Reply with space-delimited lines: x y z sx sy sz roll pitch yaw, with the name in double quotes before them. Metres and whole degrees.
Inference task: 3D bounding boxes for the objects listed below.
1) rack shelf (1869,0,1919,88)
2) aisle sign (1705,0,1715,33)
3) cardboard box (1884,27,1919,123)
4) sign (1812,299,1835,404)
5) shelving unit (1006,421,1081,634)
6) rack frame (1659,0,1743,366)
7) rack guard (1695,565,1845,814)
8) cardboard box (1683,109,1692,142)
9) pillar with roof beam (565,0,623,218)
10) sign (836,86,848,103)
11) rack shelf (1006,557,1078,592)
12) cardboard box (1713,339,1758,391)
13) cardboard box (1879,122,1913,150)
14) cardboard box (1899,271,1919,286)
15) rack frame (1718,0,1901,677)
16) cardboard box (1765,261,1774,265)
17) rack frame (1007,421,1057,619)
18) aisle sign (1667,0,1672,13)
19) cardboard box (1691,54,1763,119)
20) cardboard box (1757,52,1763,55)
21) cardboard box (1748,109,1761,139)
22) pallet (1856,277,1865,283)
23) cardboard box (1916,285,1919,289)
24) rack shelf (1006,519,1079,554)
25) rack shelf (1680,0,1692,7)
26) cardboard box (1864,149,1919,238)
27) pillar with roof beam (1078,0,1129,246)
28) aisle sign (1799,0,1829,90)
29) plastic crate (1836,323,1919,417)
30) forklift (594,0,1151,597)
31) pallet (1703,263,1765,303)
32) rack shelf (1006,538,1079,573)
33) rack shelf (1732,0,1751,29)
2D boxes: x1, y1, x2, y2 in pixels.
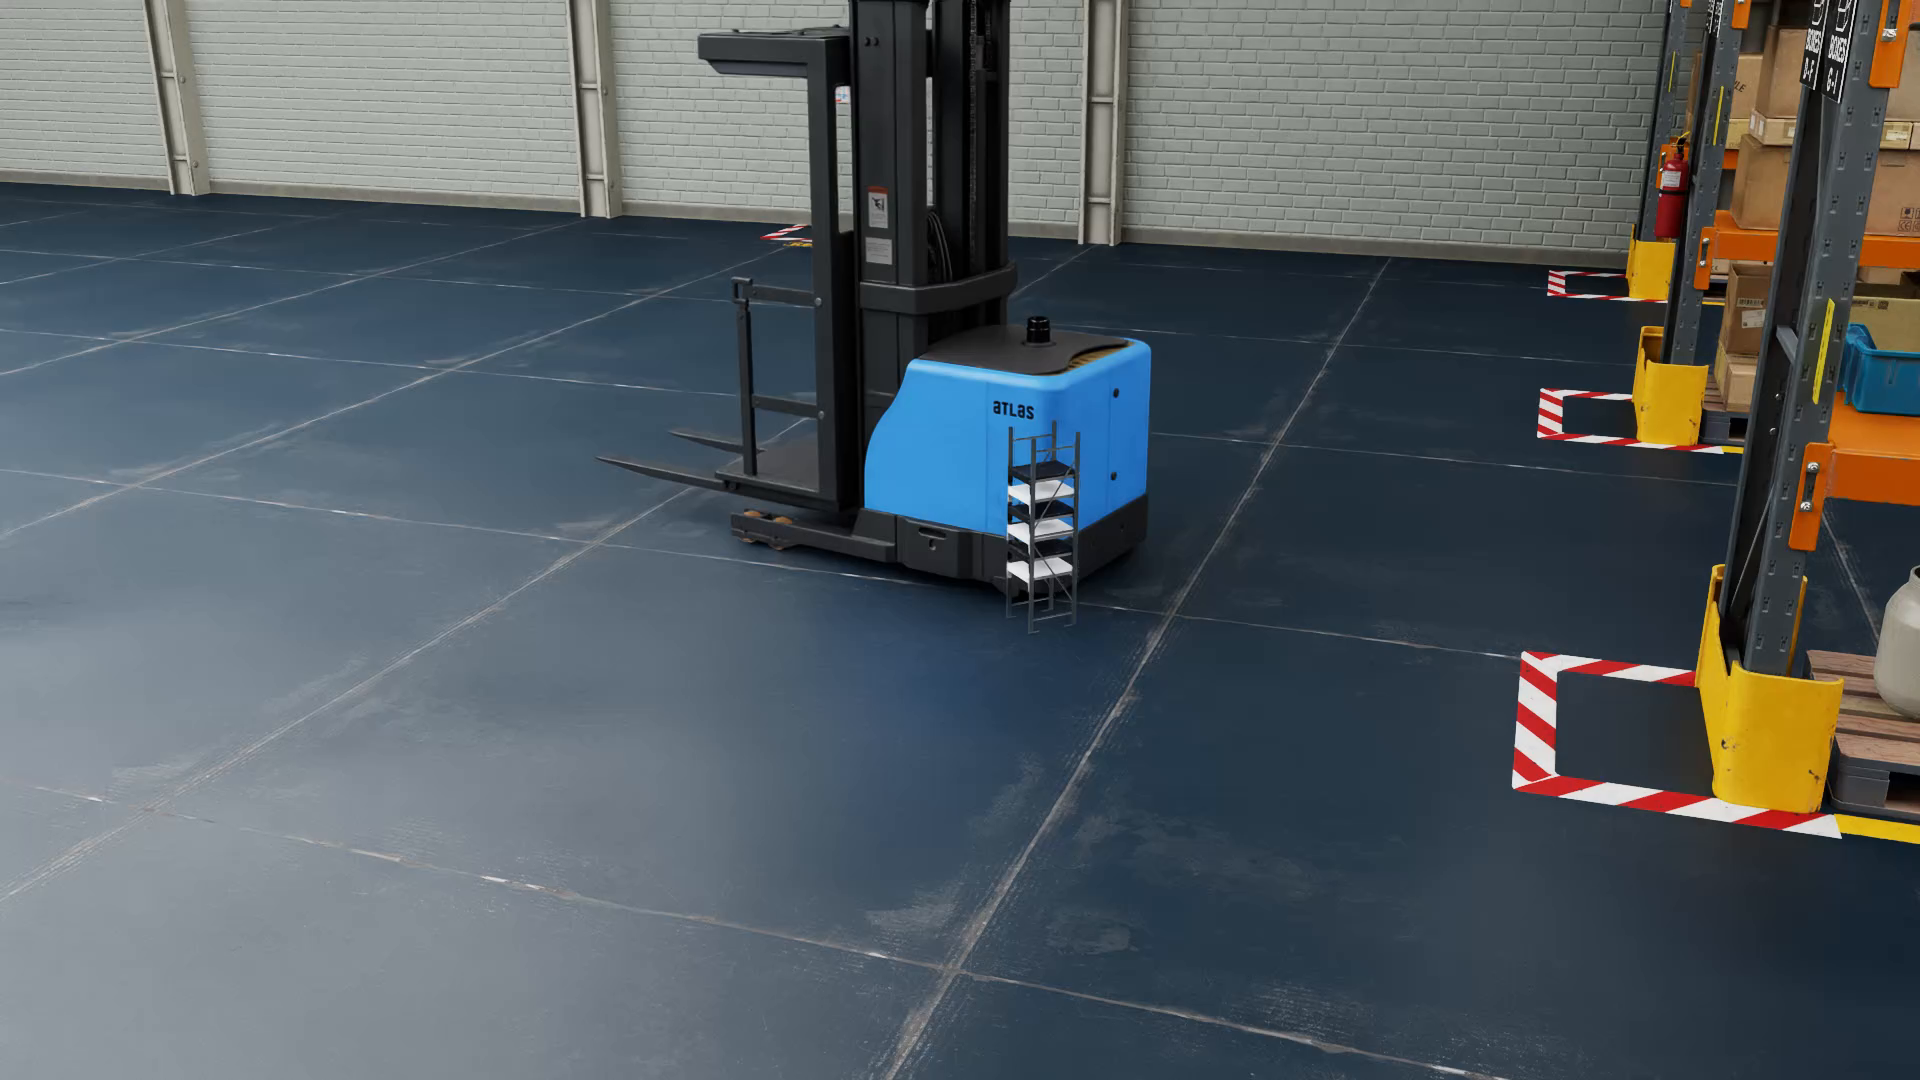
"rack shelf" 4.841 -1.504 4.871 4.000 0.370 1.077 7 20 18
"aisle sign" 4.615 -3.509 10.137 0.004 0.787 0.394 7 20 18
"cardboard box" 5.566 -2.728 9.722 0.500 0.500 0.700 6 20 17
"sign" 2.767 -0.604 5.331 0.005 0.325 0.100 7 20 18
"shelving unit" 0.366 -0.055 7.368 0.258 0.900 0.210 -10 21 -25
"rack frame" 4.581 -2.183 10.283 0.127 3.000 1.000 7 20 18
"rack guard" 3.039 0.530 6.295 0.348 0.500 1.175 7 20 18
"cardboard box" 6.708 -3.672 14.752 0.500 0.250 0.500 7 20 19
"pillar with roof beam" -5.600 -6.708 14.148 0.400 9.000 9.100 7 20 18
"sign" -1.330 -4.953 18.174 0.234 0.329 0.001 7 20 18
"rack shelf" 0.366 0.146 7.438 0.258 0.077 0.200 -10 21 -25
"cardboard box" 5.184 -1.117 10.764 0.500 0.250 0.500 7 20 18
"cardboard box" 5.366 -2.373 9.688 0.250 0.149 0.380 7 20 18
"cardboard box" 6.134 -1.369 10.345 0.500 0.500 0.500 7 20 18
"rack frame" 2.952 -0.644 5.866 0.127 3.000 1.000 7 20 18
"cardboard box" 7.365 -2.498 14.601 0.500 0.311 0.500 8 21 23
"rack frame" 0.320 -0.085 7.453 0.240 0.900 0.006 -10 21 -25
"aisle sign" 6.036 -4.866 14.029 0.004 0.787 0.394 7 20 18
"cardboard box" 6.555 -3.872 14.184 0.500 0.500 0.500 7 20 18
"cardboard box" 7.190 -3.974 14.479 0.500 0.500 0.500 7 20 19
"cardboard box" 5.004 -2.555 10.211 0.250 0.149 0.380 6 20 17
"pallet" 8.179 -2.168 14.475 1.213 0.211 1.003 7 20 18
"cardboard box" 5.964 -1.207 9.881 0.500 0.500 0.500 7 20 18
"rack shelf" 0.366 -0.024 7.379 0.258 0.077 0.200 -10 21 -25
"rack shelf" 8.092 -4.585 13.707 4.000 0.370 1.077 7 20 18
"cardboard box" 5.515 -2.121 9.952 0.500 0.500 0.700 7 20 19
"pillar with roof beam" 0.067 -6.060 12.289 0.400 9.000 9.100 7 20 18
"aisle sign" 2.981 -1.971 5.725 0.004 0.787 0.394 7 20 18
"plastic crate" 3.522 -0.612 6.002 0.616 0.251 0.499 7 20 18
"forklift" -0.575 -1.467 8.331 3.031 2.935 1.130 12 22 30
"pallet" 7.030 -2.300 14.855 1.213 0.211 1.003 7 20 18
"rack shelf" 0.366 0.061 7.408 0.258 0.077 0.200 -10 21 -25
"rack shelf" 6.470 -3.044 9.288 4.000 0.370 1.077 7 20 18
